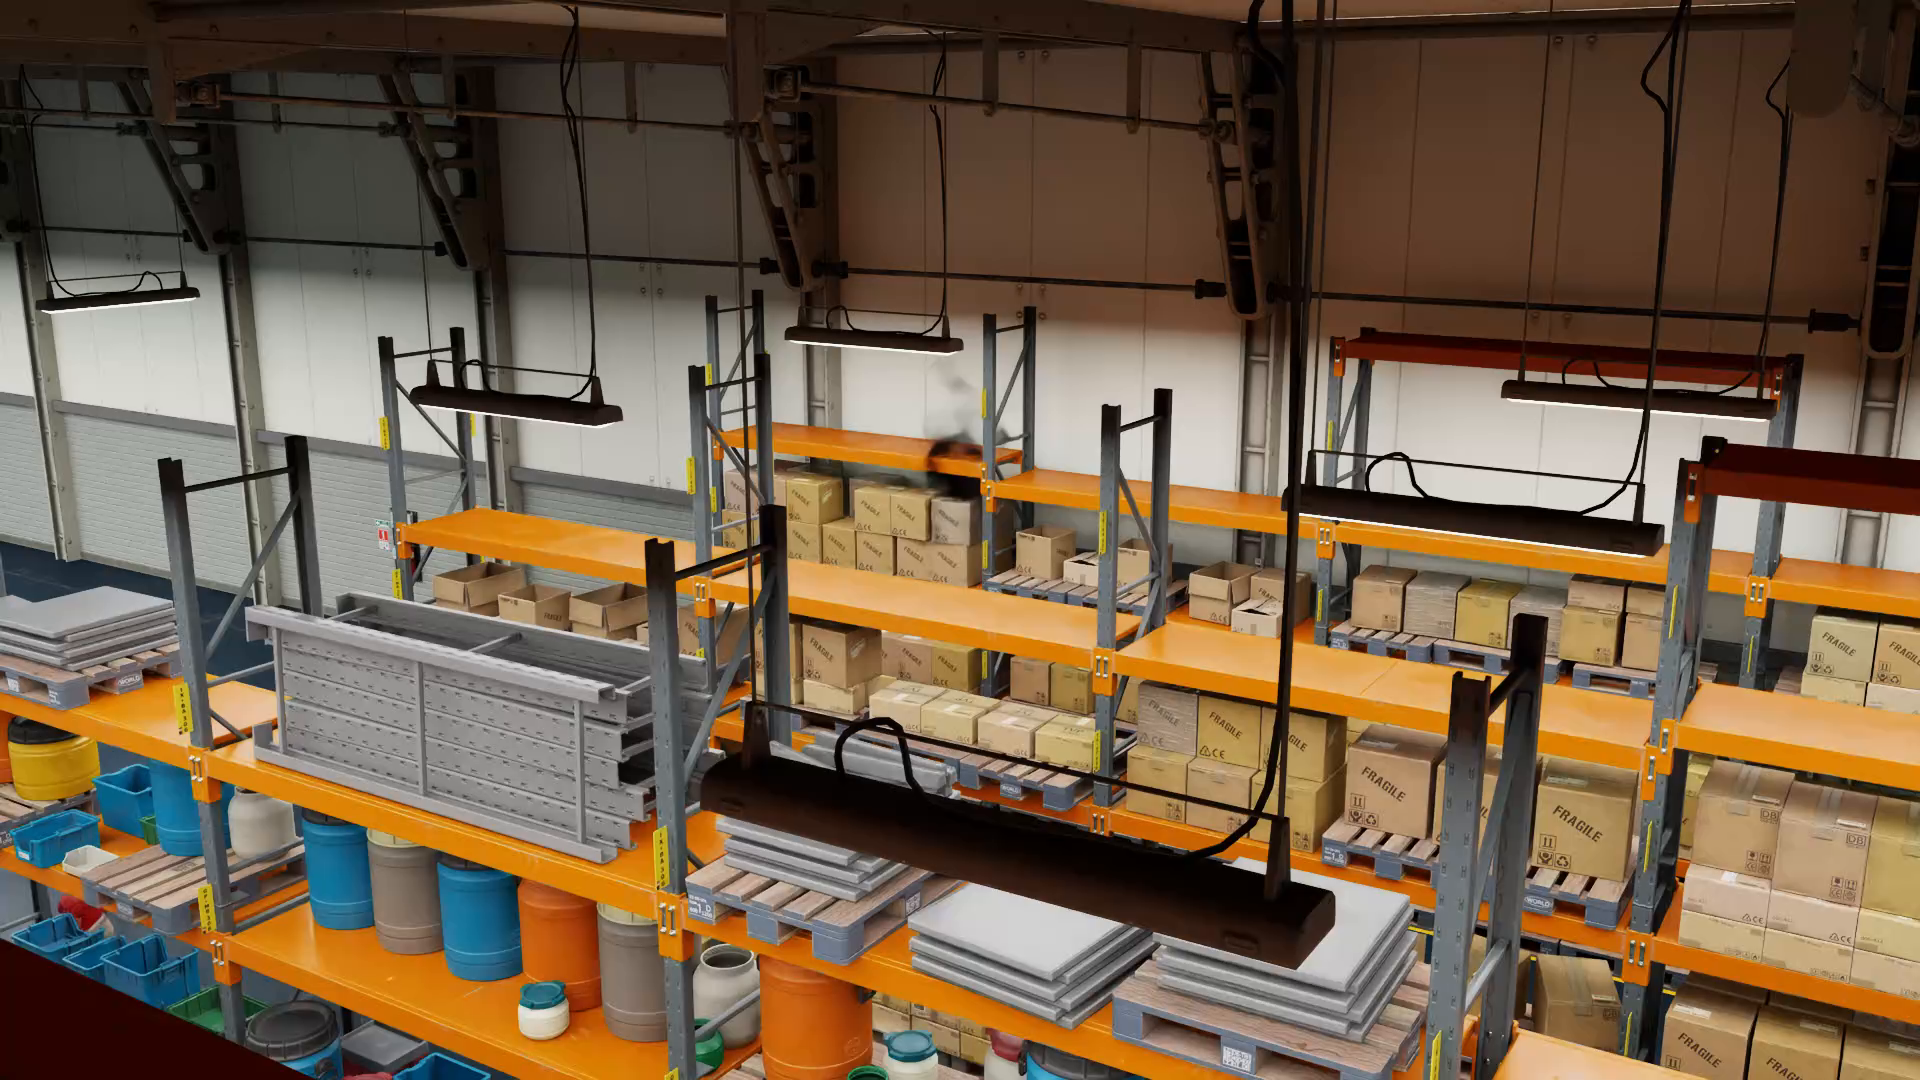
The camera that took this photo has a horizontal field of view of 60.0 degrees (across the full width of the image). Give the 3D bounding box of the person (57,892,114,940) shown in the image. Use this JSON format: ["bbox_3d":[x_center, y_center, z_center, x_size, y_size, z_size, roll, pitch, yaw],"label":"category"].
[{"bbox_3d":[-7.998,3.625,15.168,0.513,1.674,0.715,2,14,8],"label":"person"}]
